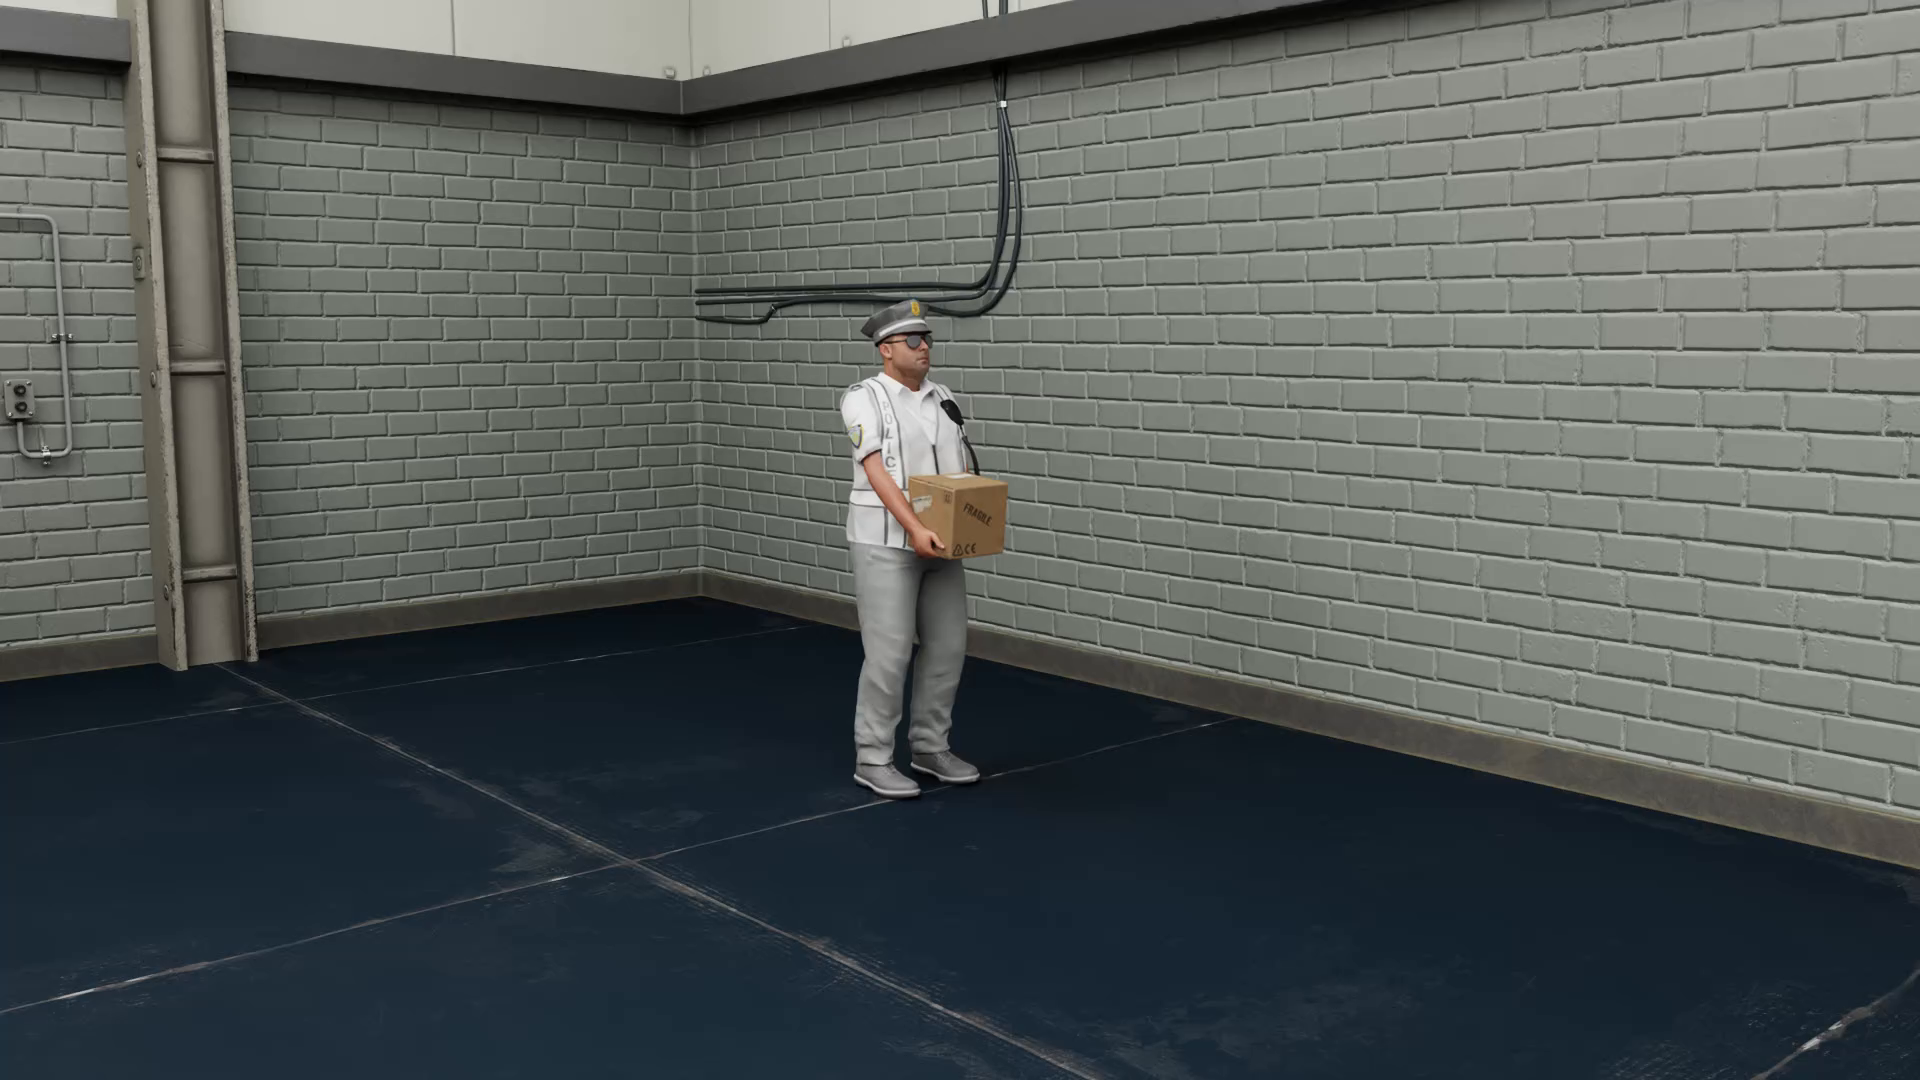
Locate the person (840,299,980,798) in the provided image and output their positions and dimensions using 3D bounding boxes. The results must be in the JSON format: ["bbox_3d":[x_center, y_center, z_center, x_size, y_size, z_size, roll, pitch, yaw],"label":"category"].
[{"bbox_3d":[-0.128,0.021,6.006,0.494,1.768,0.564,-6,10,-41],"label":"person"}]
